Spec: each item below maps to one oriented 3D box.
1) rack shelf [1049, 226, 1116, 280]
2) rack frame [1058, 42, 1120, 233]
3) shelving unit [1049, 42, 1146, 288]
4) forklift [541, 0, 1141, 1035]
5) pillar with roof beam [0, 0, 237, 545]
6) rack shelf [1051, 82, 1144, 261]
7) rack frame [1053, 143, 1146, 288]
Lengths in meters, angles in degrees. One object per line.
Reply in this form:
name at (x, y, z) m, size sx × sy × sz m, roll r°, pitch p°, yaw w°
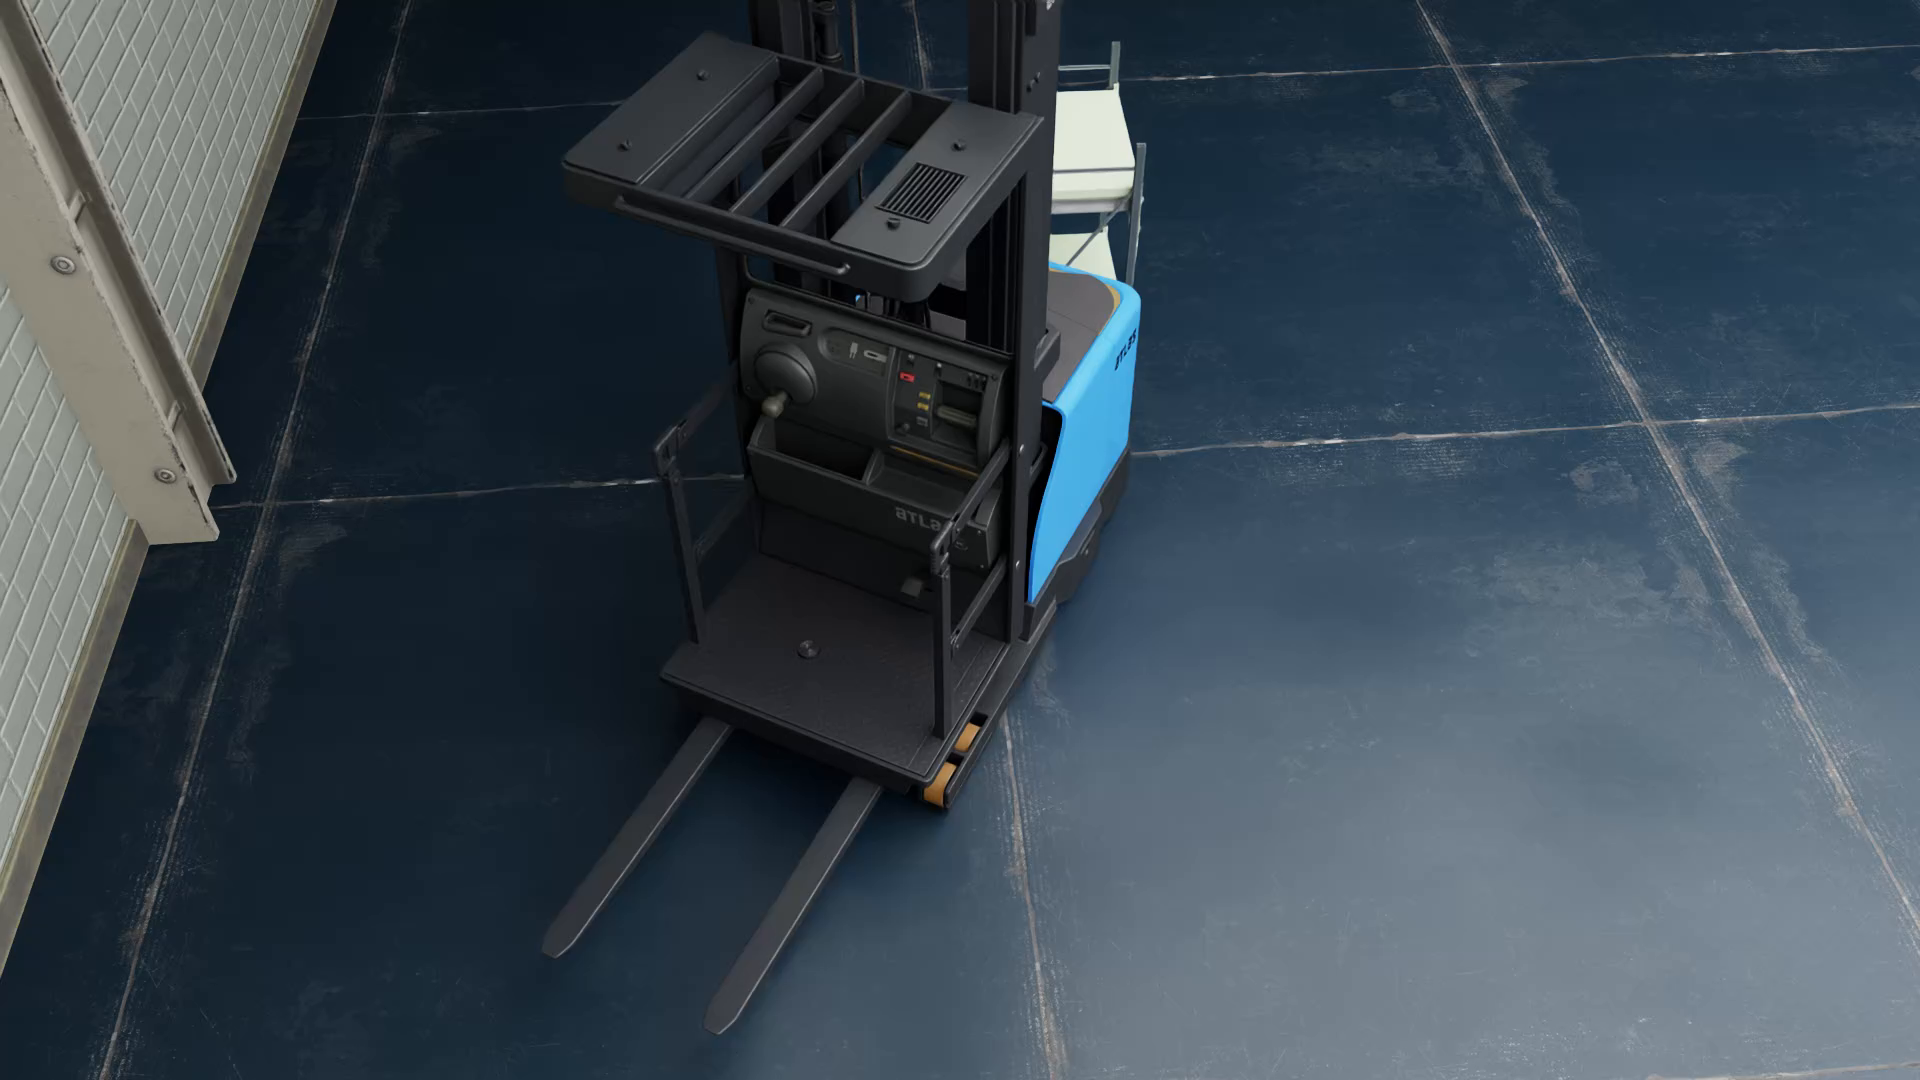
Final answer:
rack shelf at (0.472, -0.995, 7.245) m, size 0.431 × 0.370 × 0.720 m, roll -3°, pitch 47°, yaw -3°
rack frame at (0.448, -1.484, 7.259) m, size 0.400 × 1.500 × 0.023 m, roll -3°, pitch 47°, yaw -3°
shelving unit at (0.472, -1.219, 7.008) m, size 0.431 × 1.500 × 0.755 m, roll -3°, pitch 47°, yaw -3°
forklift at (-0.389, -0.421, 5.266) m, size 1.130 × 2.935 × 3.031 m, roll 19°, pitch 50°, yaw 17°
pillar with roof beam at (1.043, -3.488, 3.992) m, size 9.100 × 9.000 × 0.400 m, roll -3°, pitch 47°, yaw -3°
rack shelf at (0.472, -1.487, 6.725) m, size 0.431 × 0.370 × 0.720 m, roll -3°, pitch 47°, yaw -3°
rack frame at (0.496, -0.954, 6.757) m, size 0.400 × 1.500 × 0.023 m, roll -3°, pitch 47°, yaw -3°
